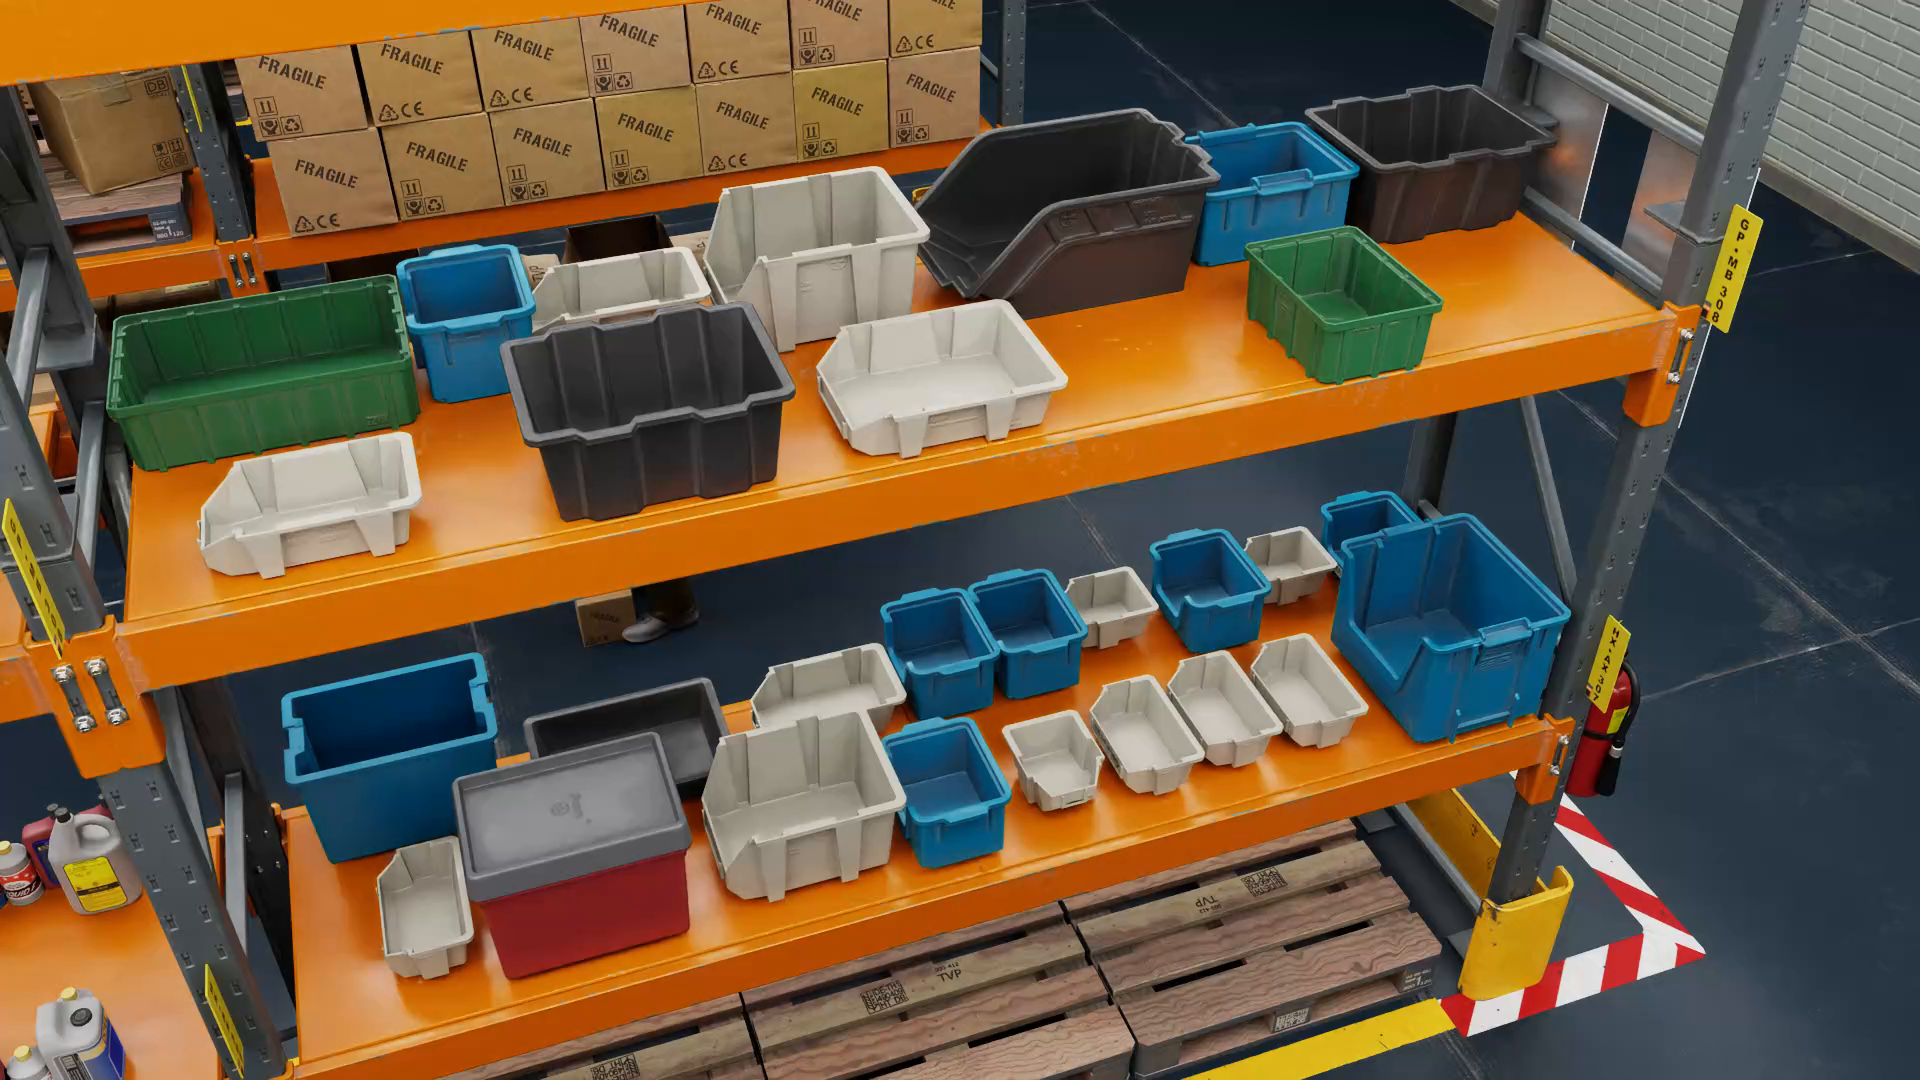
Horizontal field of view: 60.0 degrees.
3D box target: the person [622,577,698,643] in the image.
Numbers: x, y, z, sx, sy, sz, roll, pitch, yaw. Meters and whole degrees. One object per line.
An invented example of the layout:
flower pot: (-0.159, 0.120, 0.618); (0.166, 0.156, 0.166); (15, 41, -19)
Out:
person: (-1.405, -0.357, 7.269); (0.429, 1.772, 0.648); (-15, 40, -19)
